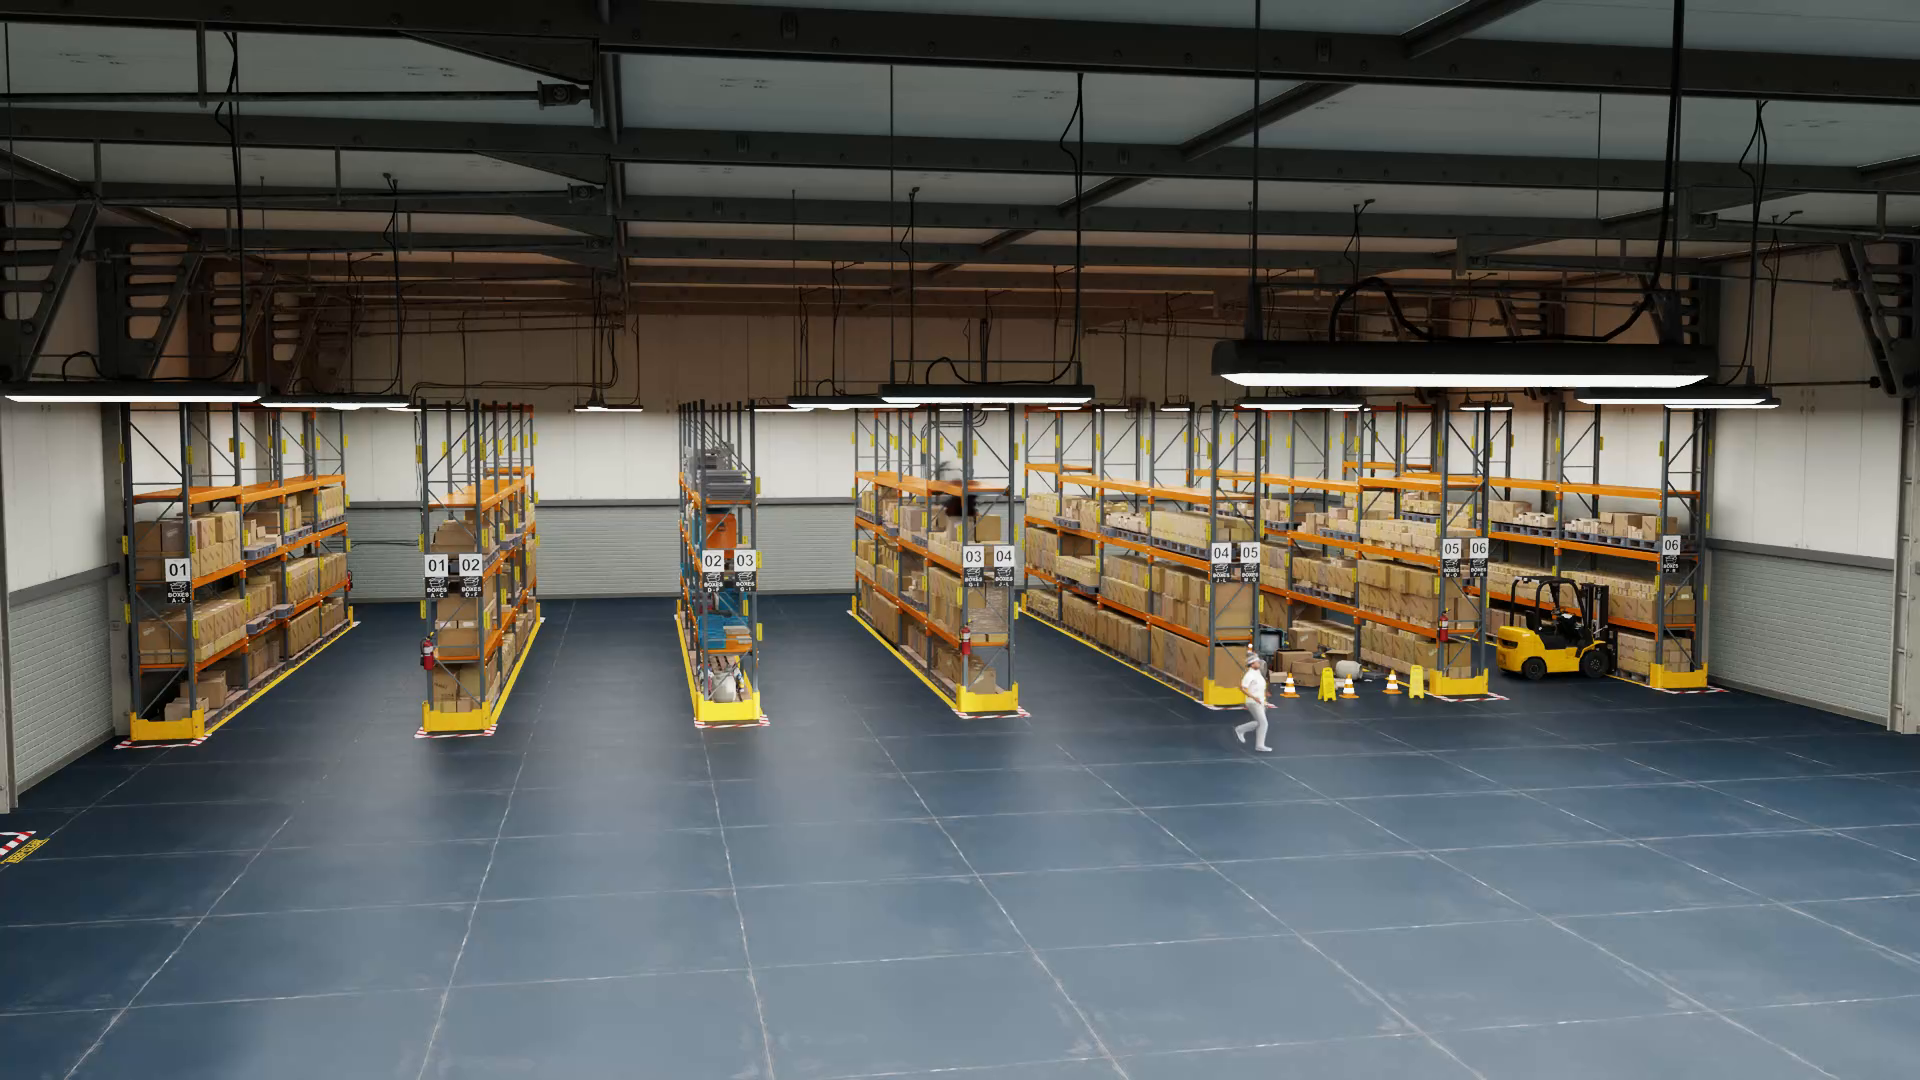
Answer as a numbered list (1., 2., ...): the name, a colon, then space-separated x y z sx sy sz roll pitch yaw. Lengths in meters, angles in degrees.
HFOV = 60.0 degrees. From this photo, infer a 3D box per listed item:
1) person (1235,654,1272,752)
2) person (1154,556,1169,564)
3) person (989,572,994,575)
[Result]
1. person: 4.993 2.756 28.331 0.681 1.655 0.581 2 5 30
2. person: 6.046 0.995 50.830 0.956 1.771 0.745 0 4 0
3. person: 0.820 1.286 47.246 0.718 1.743 0.631 0 4 -1
